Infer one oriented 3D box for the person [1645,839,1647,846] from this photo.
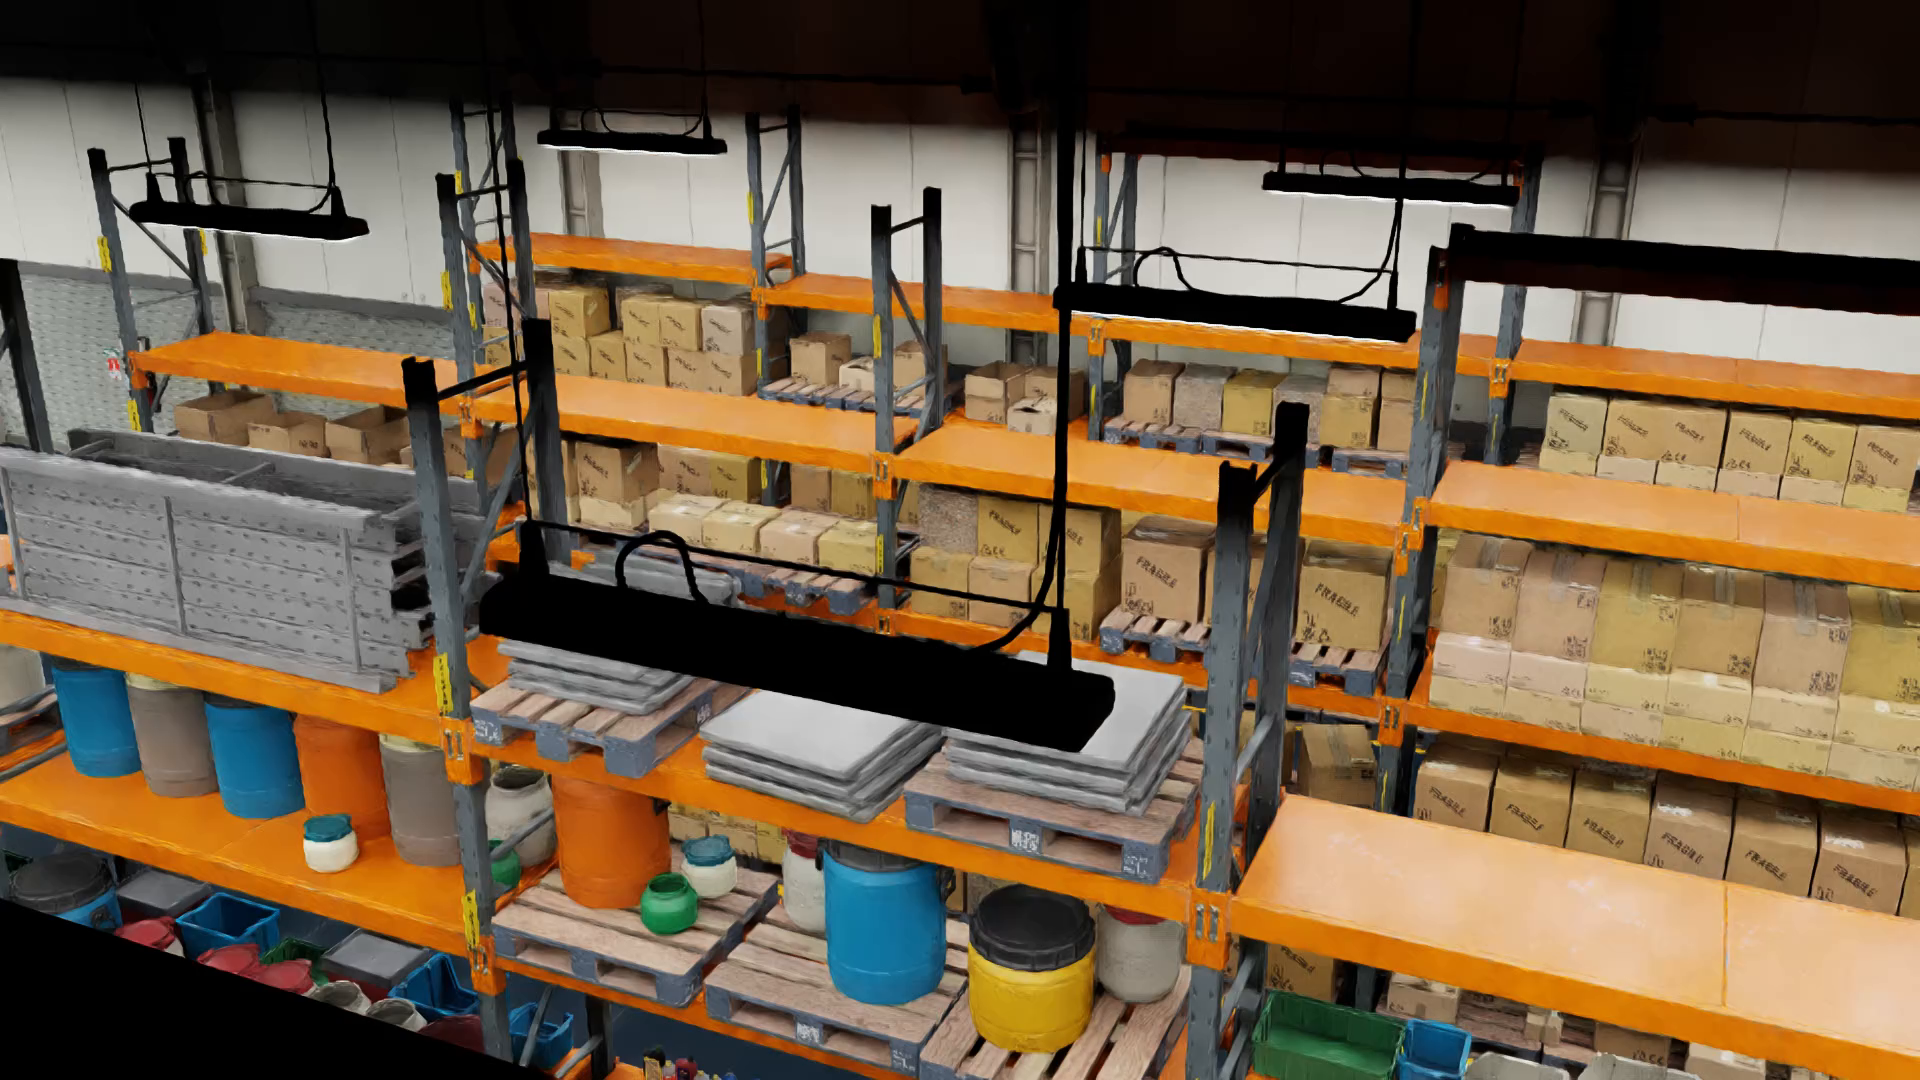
[{"bbox_3d":[5.953,2.100,14.669,0.574,1.726,0.677,8,22,20],"label":"person"}]
